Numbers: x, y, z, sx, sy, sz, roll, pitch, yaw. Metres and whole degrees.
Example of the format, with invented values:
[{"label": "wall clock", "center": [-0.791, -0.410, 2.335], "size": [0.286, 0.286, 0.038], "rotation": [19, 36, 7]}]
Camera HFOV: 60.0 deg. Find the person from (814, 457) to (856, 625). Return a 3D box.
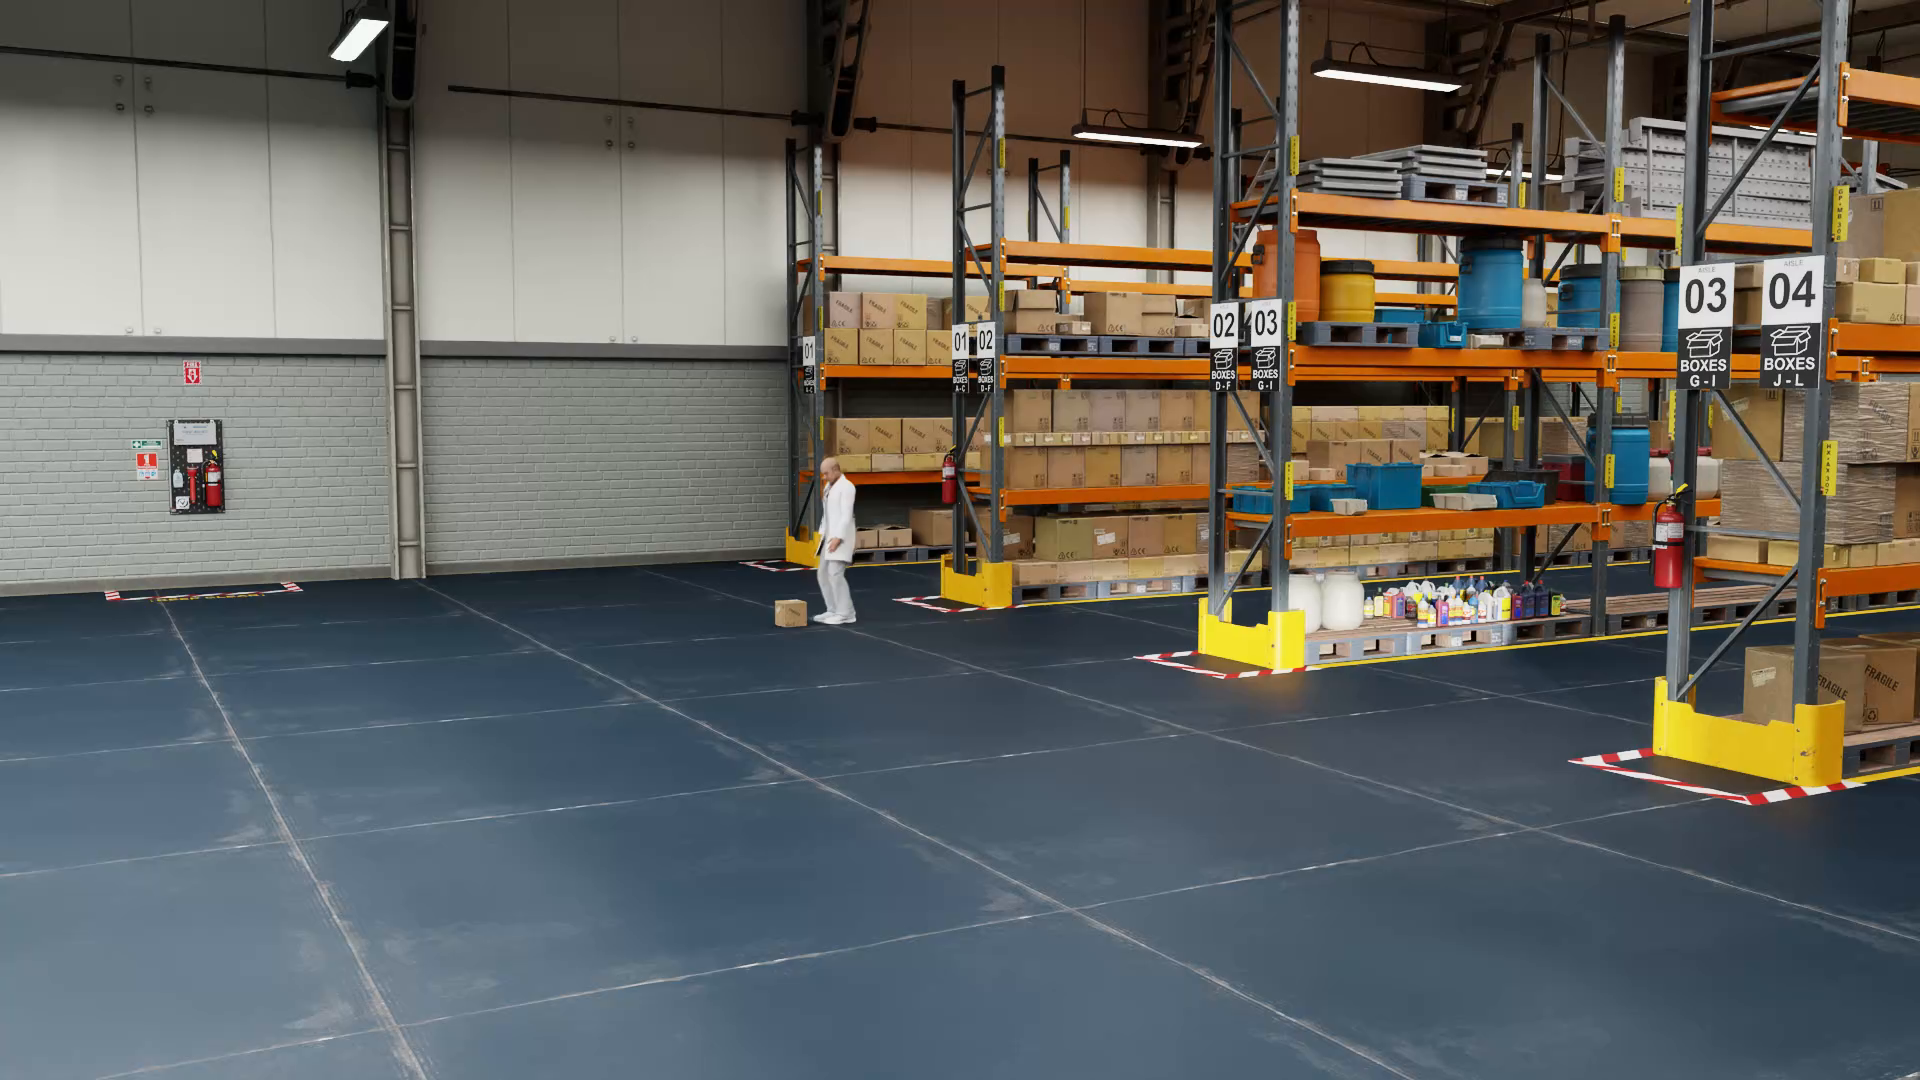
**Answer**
[{"label": "person", "center": [-1.294, 0.004, 17.403], "size": [0.396, 1.746, 0.583], "rotation": [-3, 6, -27]}]
